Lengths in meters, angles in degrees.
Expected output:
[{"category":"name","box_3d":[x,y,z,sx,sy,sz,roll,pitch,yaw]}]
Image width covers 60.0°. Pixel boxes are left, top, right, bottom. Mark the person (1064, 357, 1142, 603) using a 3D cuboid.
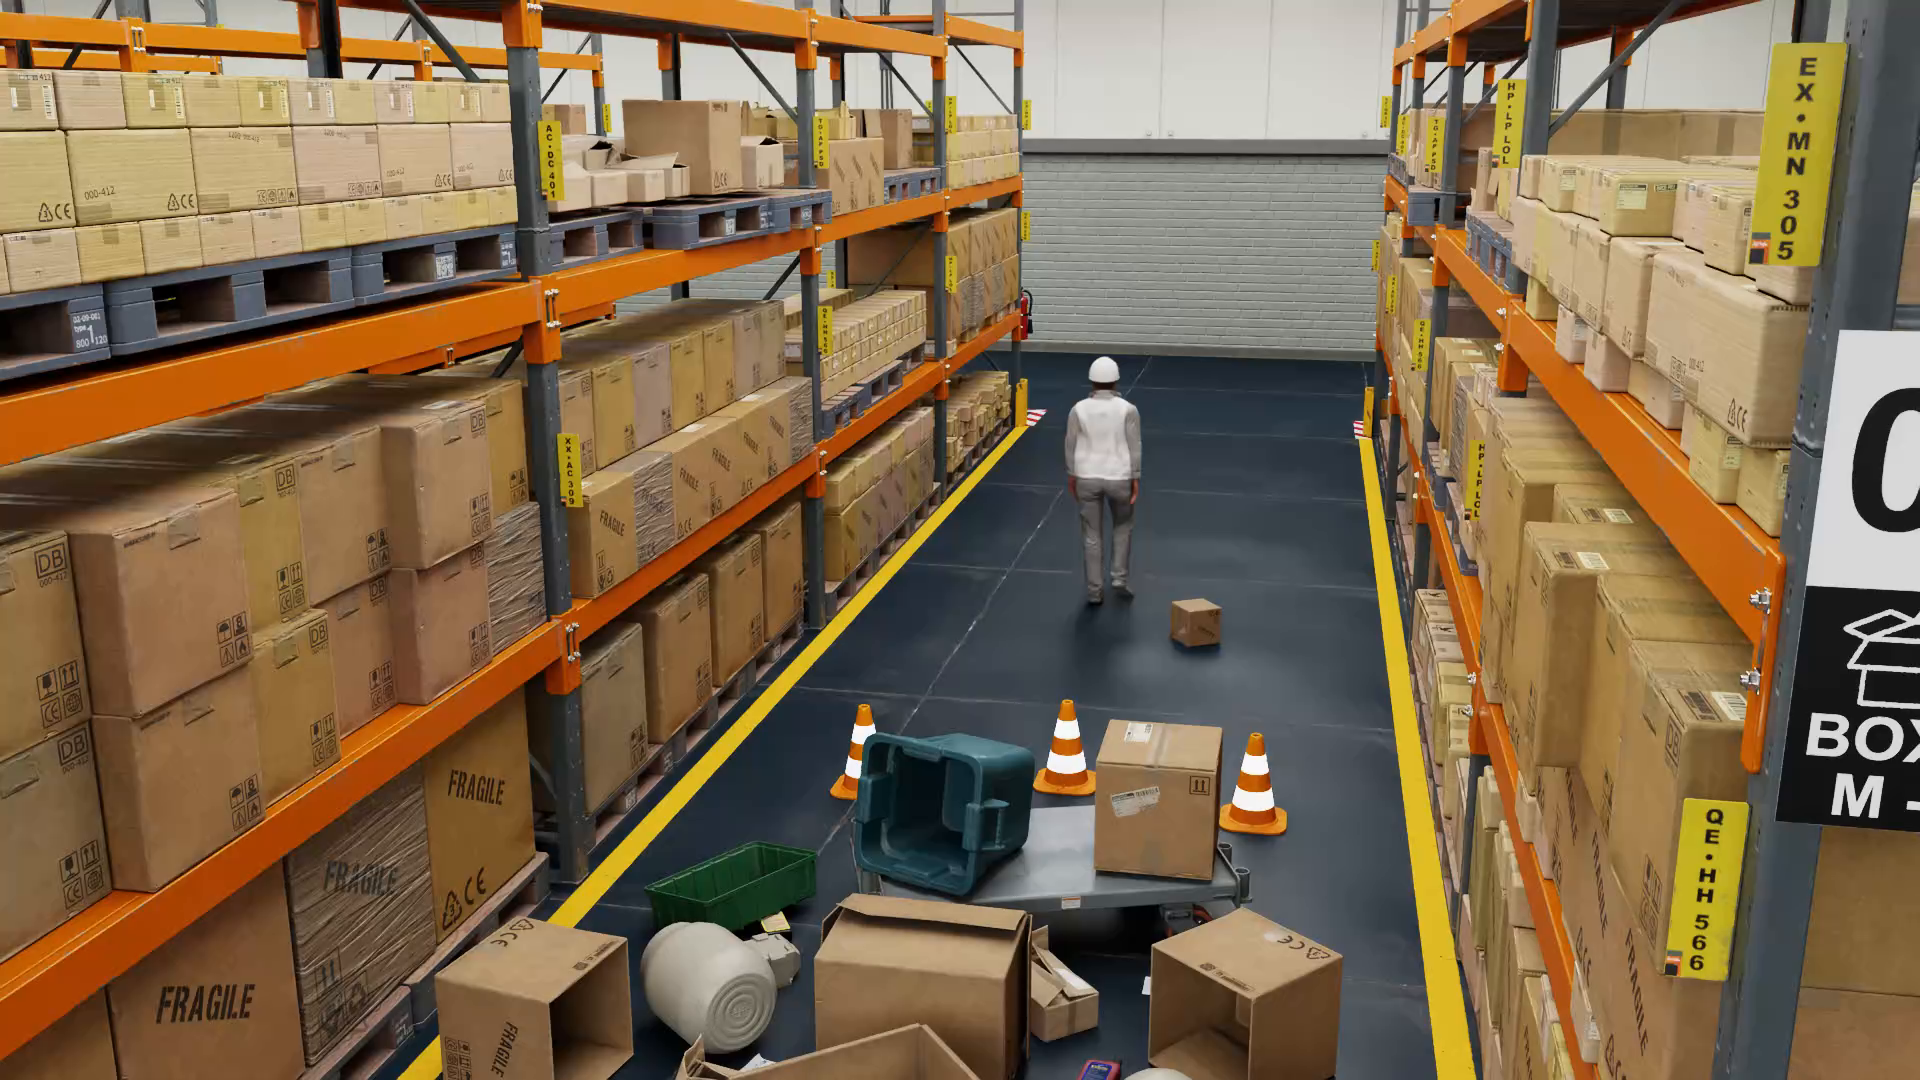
[{"category":"person","box_3d":[1.034,-0.416,12.087,0.560,1.830,0.524,1,15,5]}]
